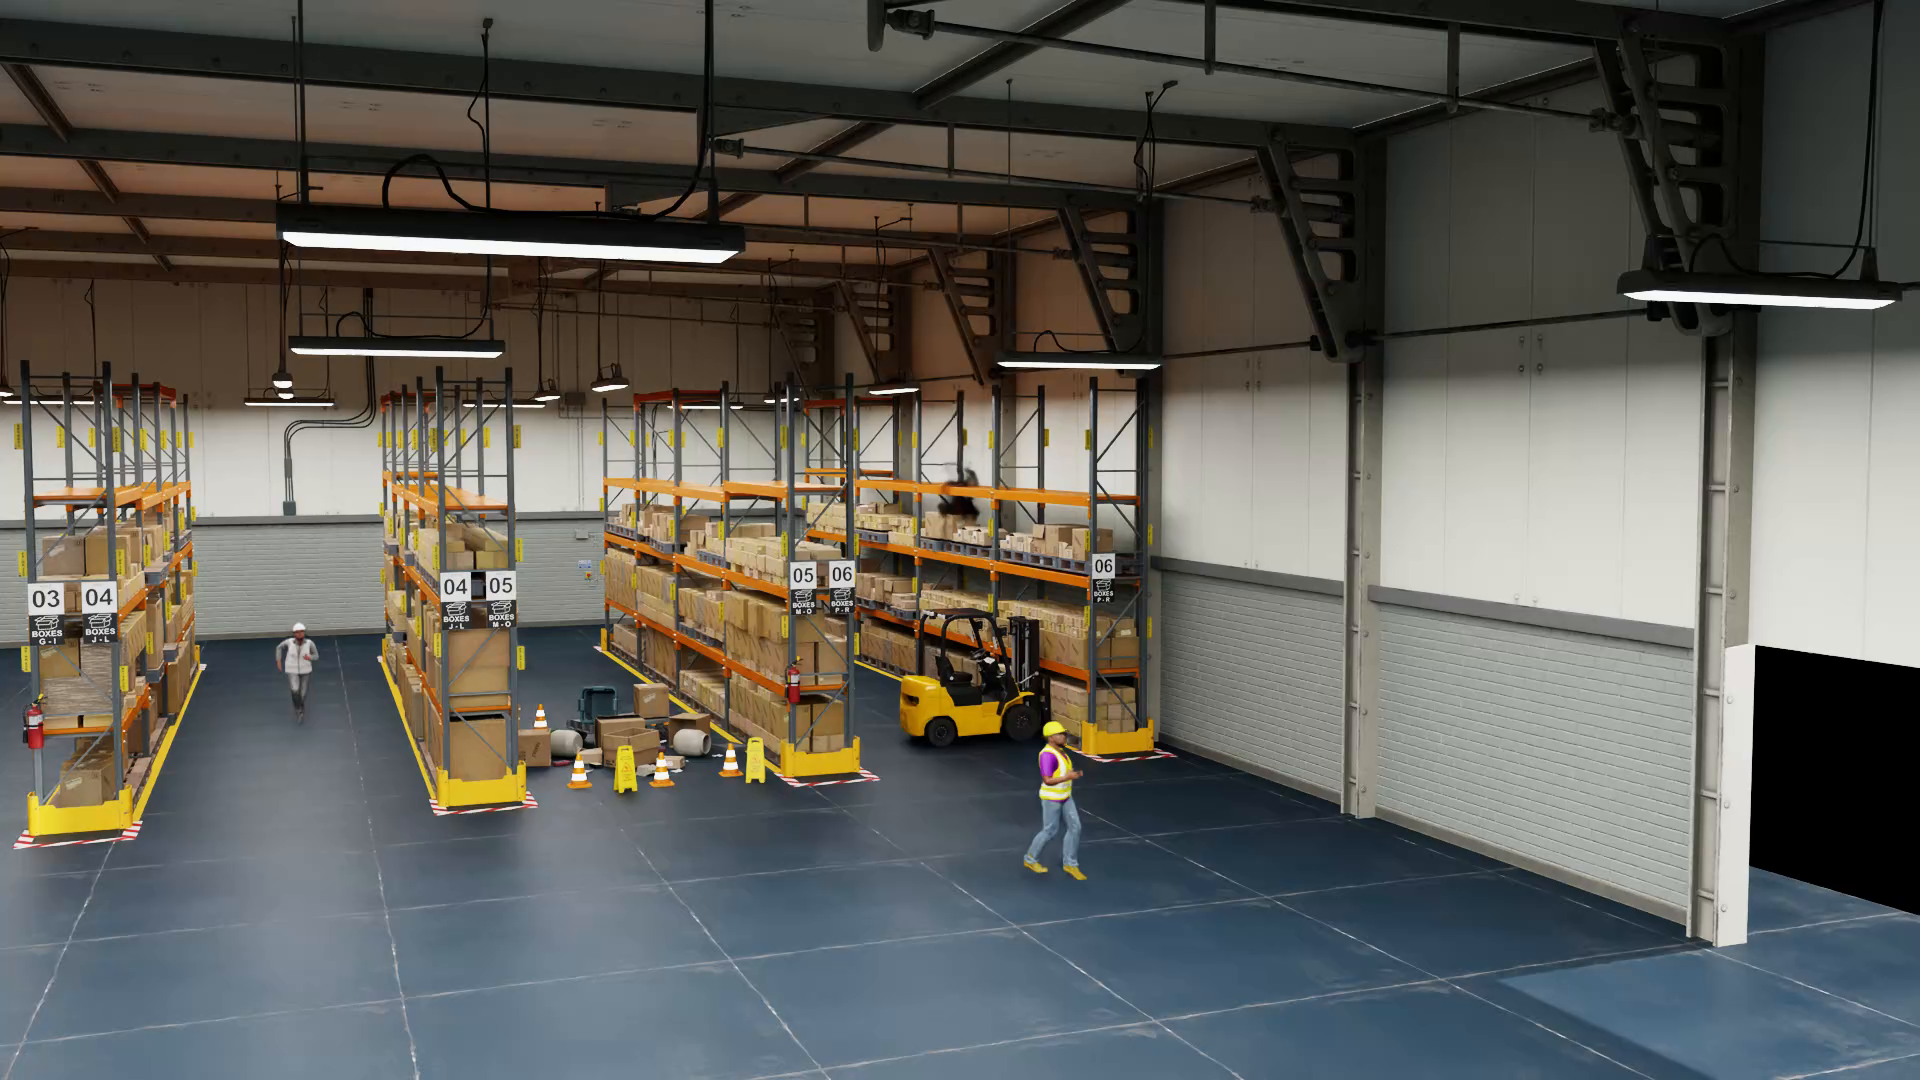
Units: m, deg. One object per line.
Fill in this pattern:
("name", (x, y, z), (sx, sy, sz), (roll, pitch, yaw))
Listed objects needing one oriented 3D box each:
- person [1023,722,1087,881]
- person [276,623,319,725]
("person", (1.085, 2.973, 18.933), (0.738, 1.823, 0.677), (2, 4, 26))
("person", (-11.701, 2.352, 29.403), (0.681, 1.779, 0.821), (-2, 4, -26))
